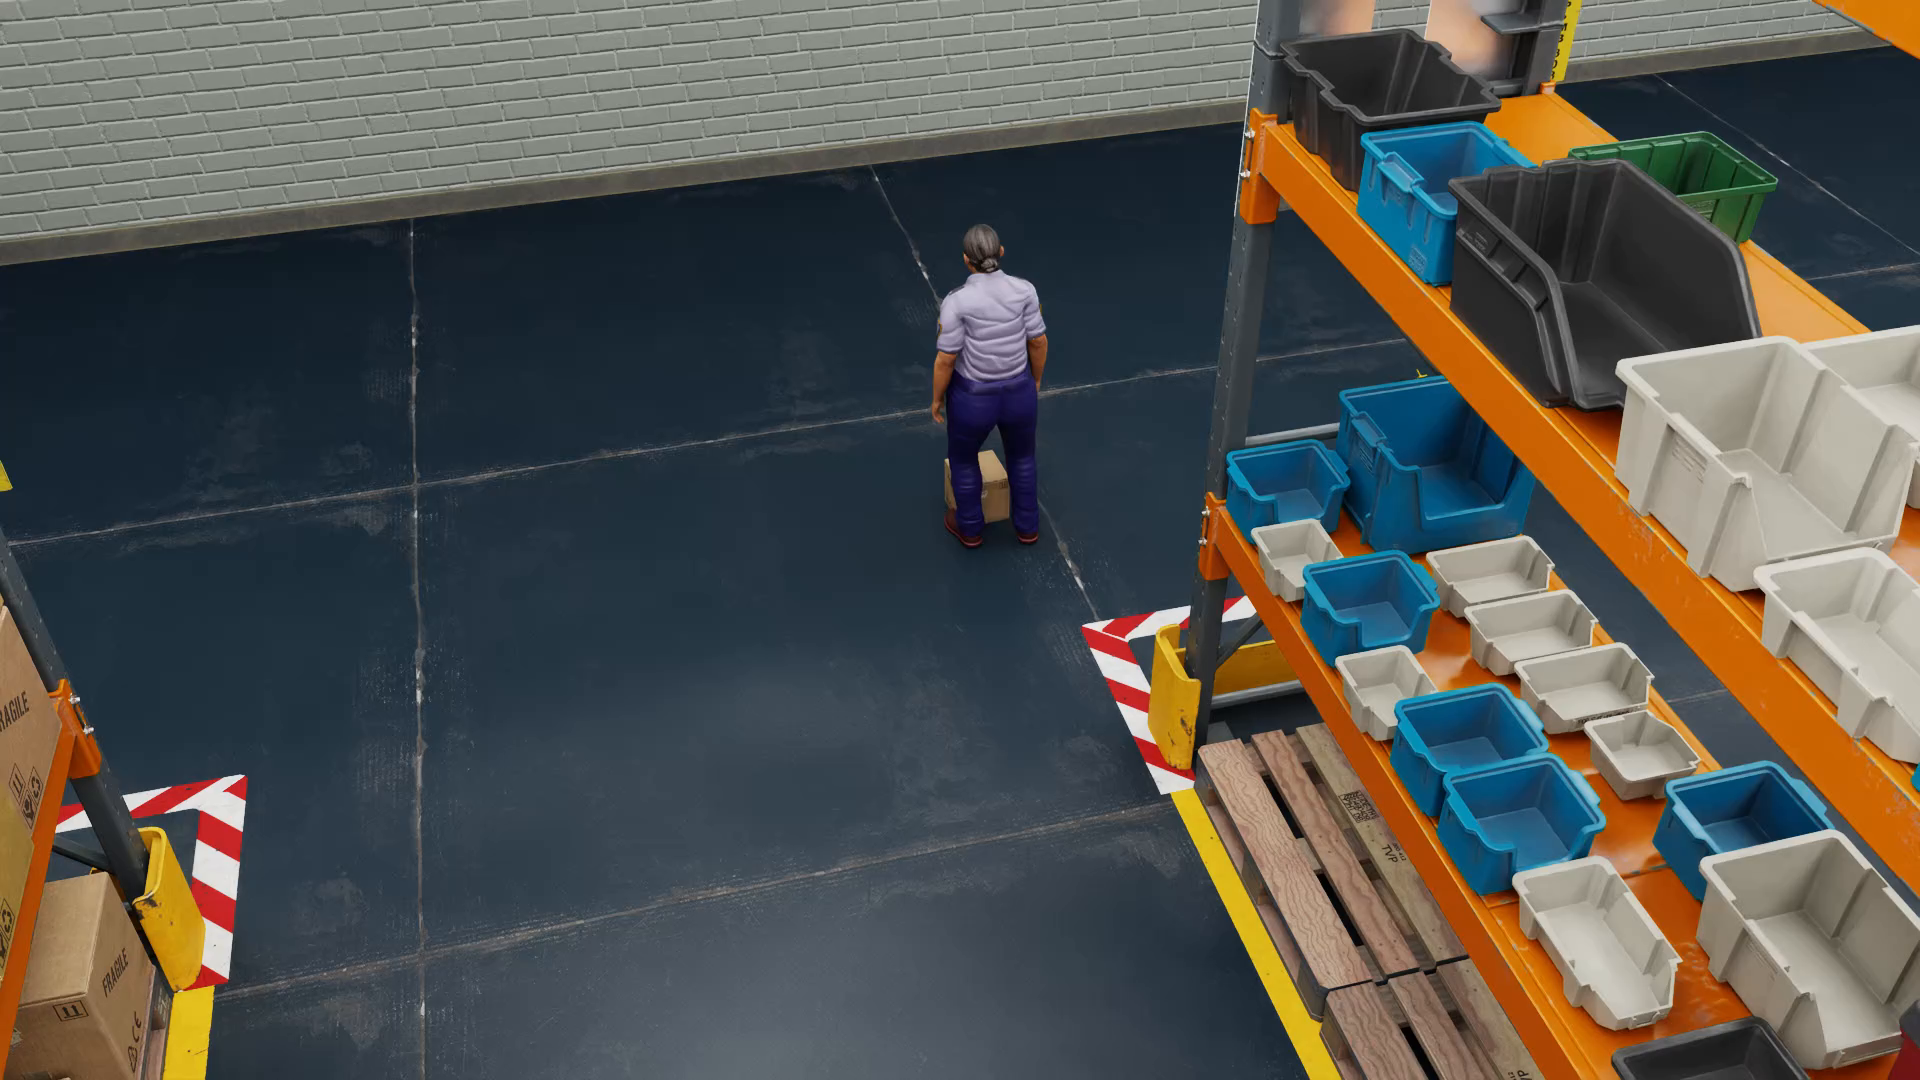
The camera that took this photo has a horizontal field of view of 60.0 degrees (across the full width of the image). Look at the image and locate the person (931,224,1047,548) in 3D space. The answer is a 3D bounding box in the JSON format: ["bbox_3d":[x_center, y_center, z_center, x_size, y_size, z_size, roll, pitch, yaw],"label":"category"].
[{"bbox_3d":[0.137,-0.673,7.567,0.563,1.653,0.418,-11,40,-14],"label":"person"}]
